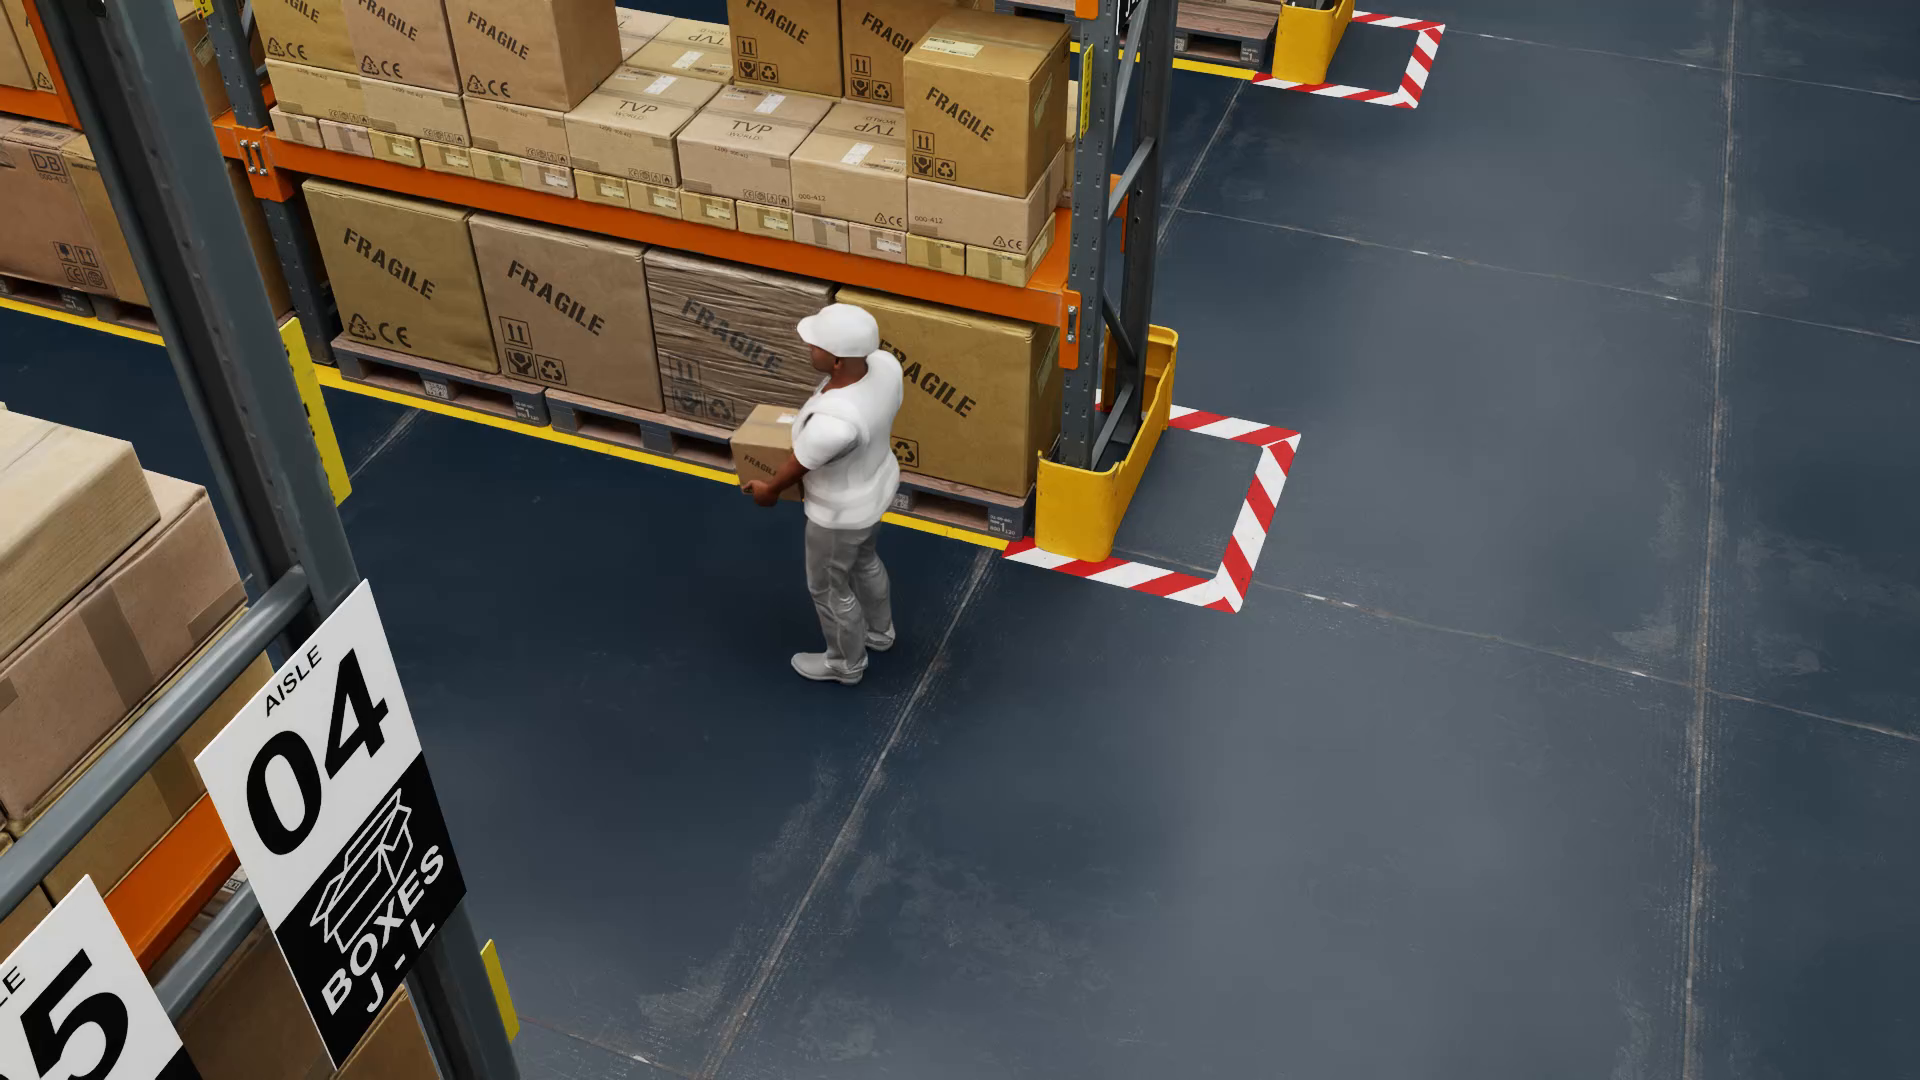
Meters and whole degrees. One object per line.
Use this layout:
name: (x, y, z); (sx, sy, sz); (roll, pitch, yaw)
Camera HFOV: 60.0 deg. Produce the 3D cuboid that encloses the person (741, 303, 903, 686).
person: (-0.522, -0.173, 6.341); (0.563, 1.761, 0.504); (14, 43, 15)
